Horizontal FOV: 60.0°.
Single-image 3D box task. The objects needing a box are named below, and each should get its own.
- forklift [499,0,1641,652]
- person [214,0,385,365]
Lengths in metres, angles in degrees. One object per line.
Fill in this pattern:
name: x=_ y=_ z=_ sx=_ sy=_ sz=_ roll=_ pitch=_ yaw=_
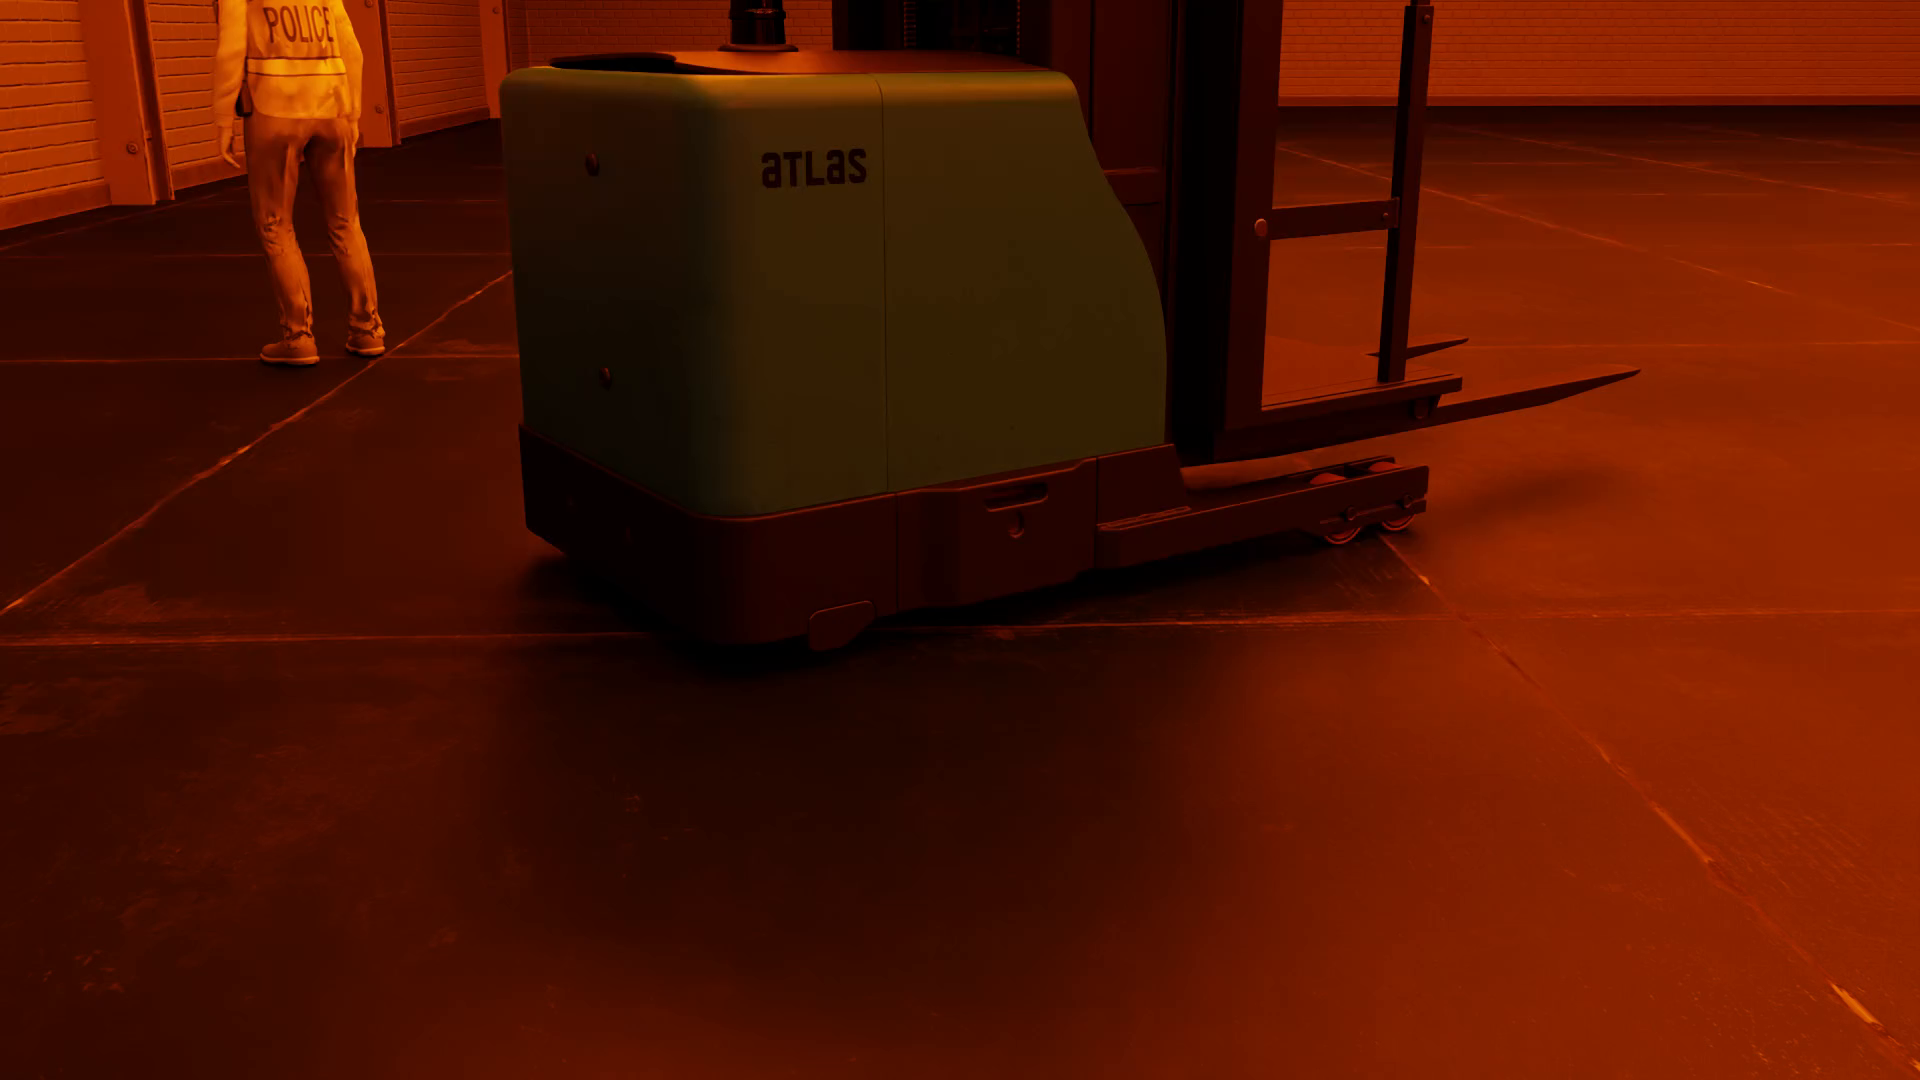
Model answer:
forklift: x=0.514 y=-1.506 z=3.829 sx=3.031 sy=2.935 sz=1.130 roll=-11 pitch=20 yaw=-33
person: x=-2.332 y=-1.452 z=5.827 sx=0.378 sy=1.663 sz=0.536 roll=16 pitch=23 yaw=42
